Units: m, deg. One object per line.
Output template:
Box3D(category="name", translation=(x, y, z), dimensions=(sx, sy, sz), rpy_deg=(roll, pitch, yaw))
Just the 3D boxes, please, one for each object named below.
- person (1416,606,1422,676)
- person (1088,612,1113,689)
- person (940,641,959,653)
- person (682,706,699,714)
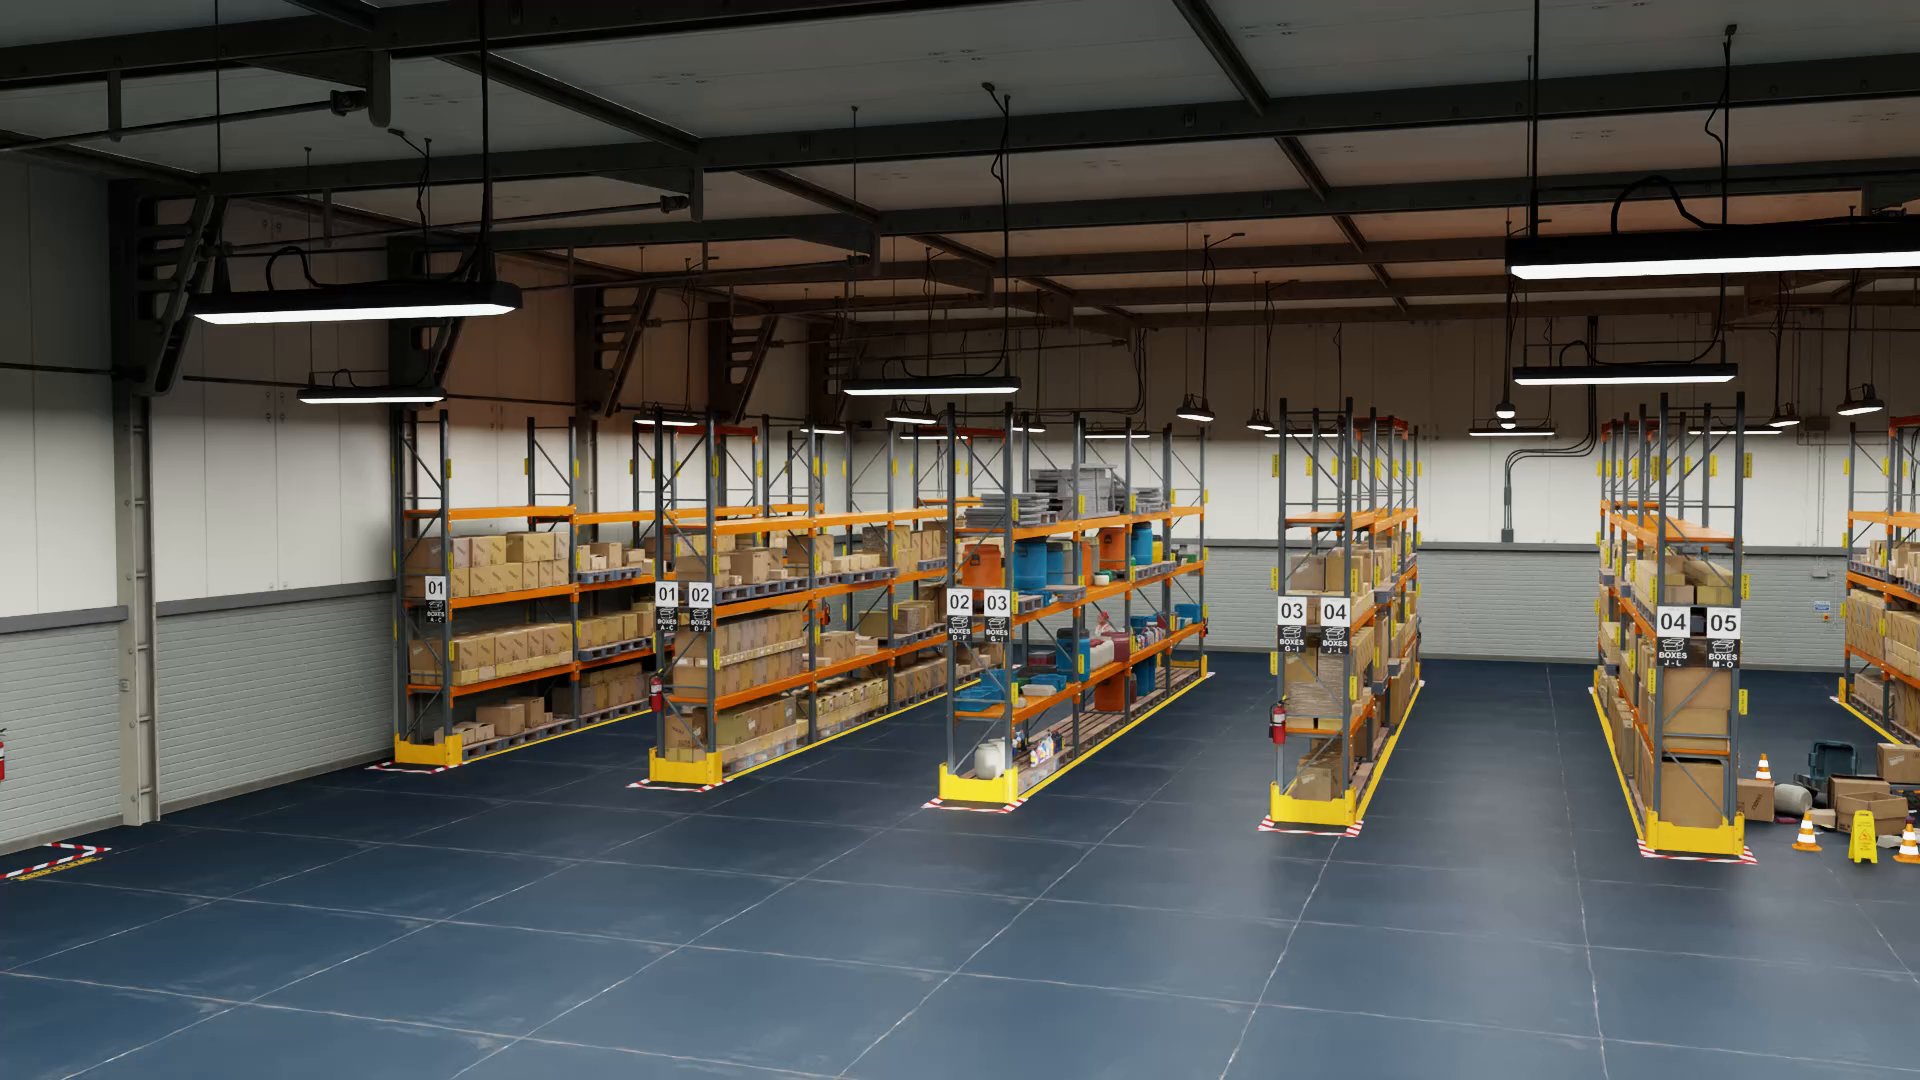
Box3D(category="person", translation=(10.856, 2.427, 39.987), dimensions=(0.478, 1.750, 0.555), rpy_deg=(0, 2, -6))
Box3D(category="person", translation=(3.219, 2.503, 37.767), dimensions=(1.133, 1.733, 0.621), rpy_deg=(-2, 3, -43))
Box3D(category="person", translation=(-0.277, 2.334, 43.389), dimensions=(0.536, 1.585, 0.412), rpy_deg=(1, 3, 15))
Box3D(category="person", translation=(-5.186, 2.768, 31.913), dimensions=(0.593, 1.715, 0.493), rpy_deg=(1, 3, 29))
